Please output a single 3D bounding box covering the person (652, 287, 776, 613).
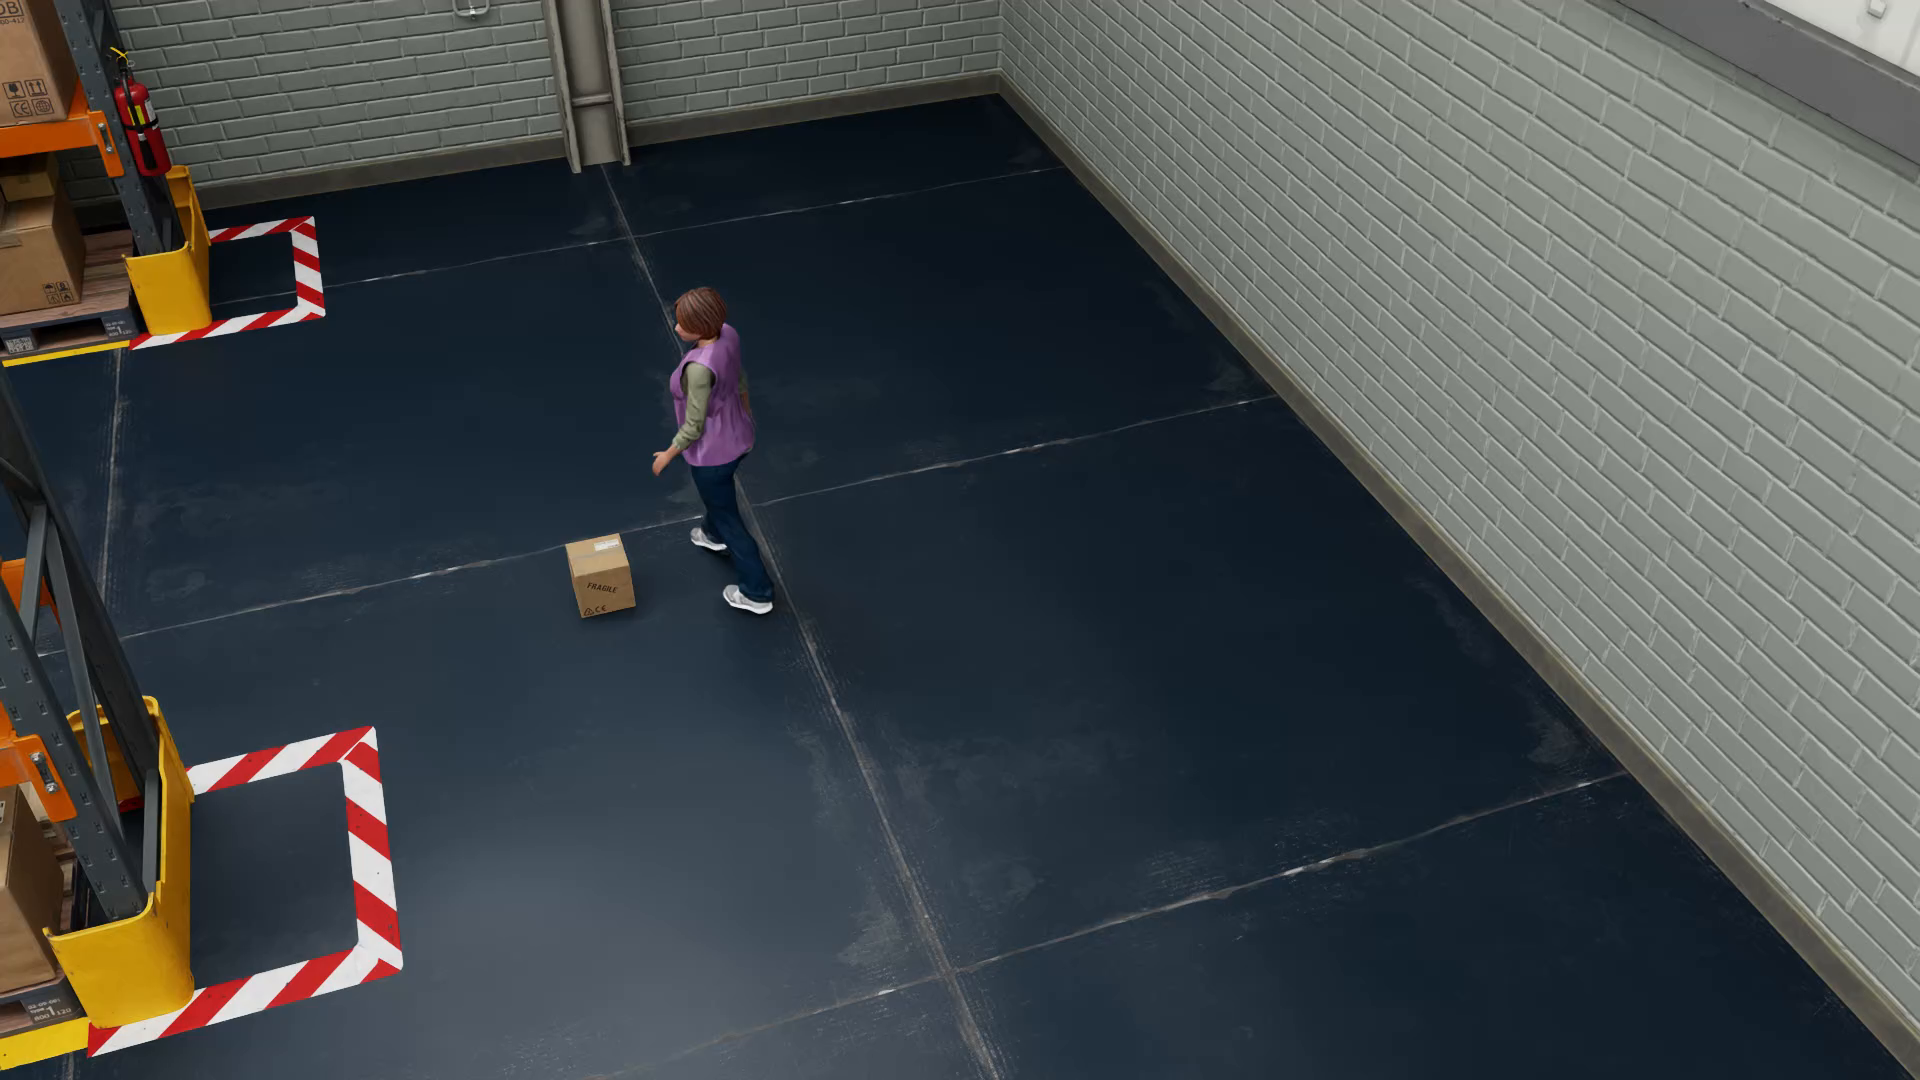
[{"bbox_3d":[-1.087,-0.396,7.372,0.680,1.484,0.570,16,41,19],"label":"person"}]
